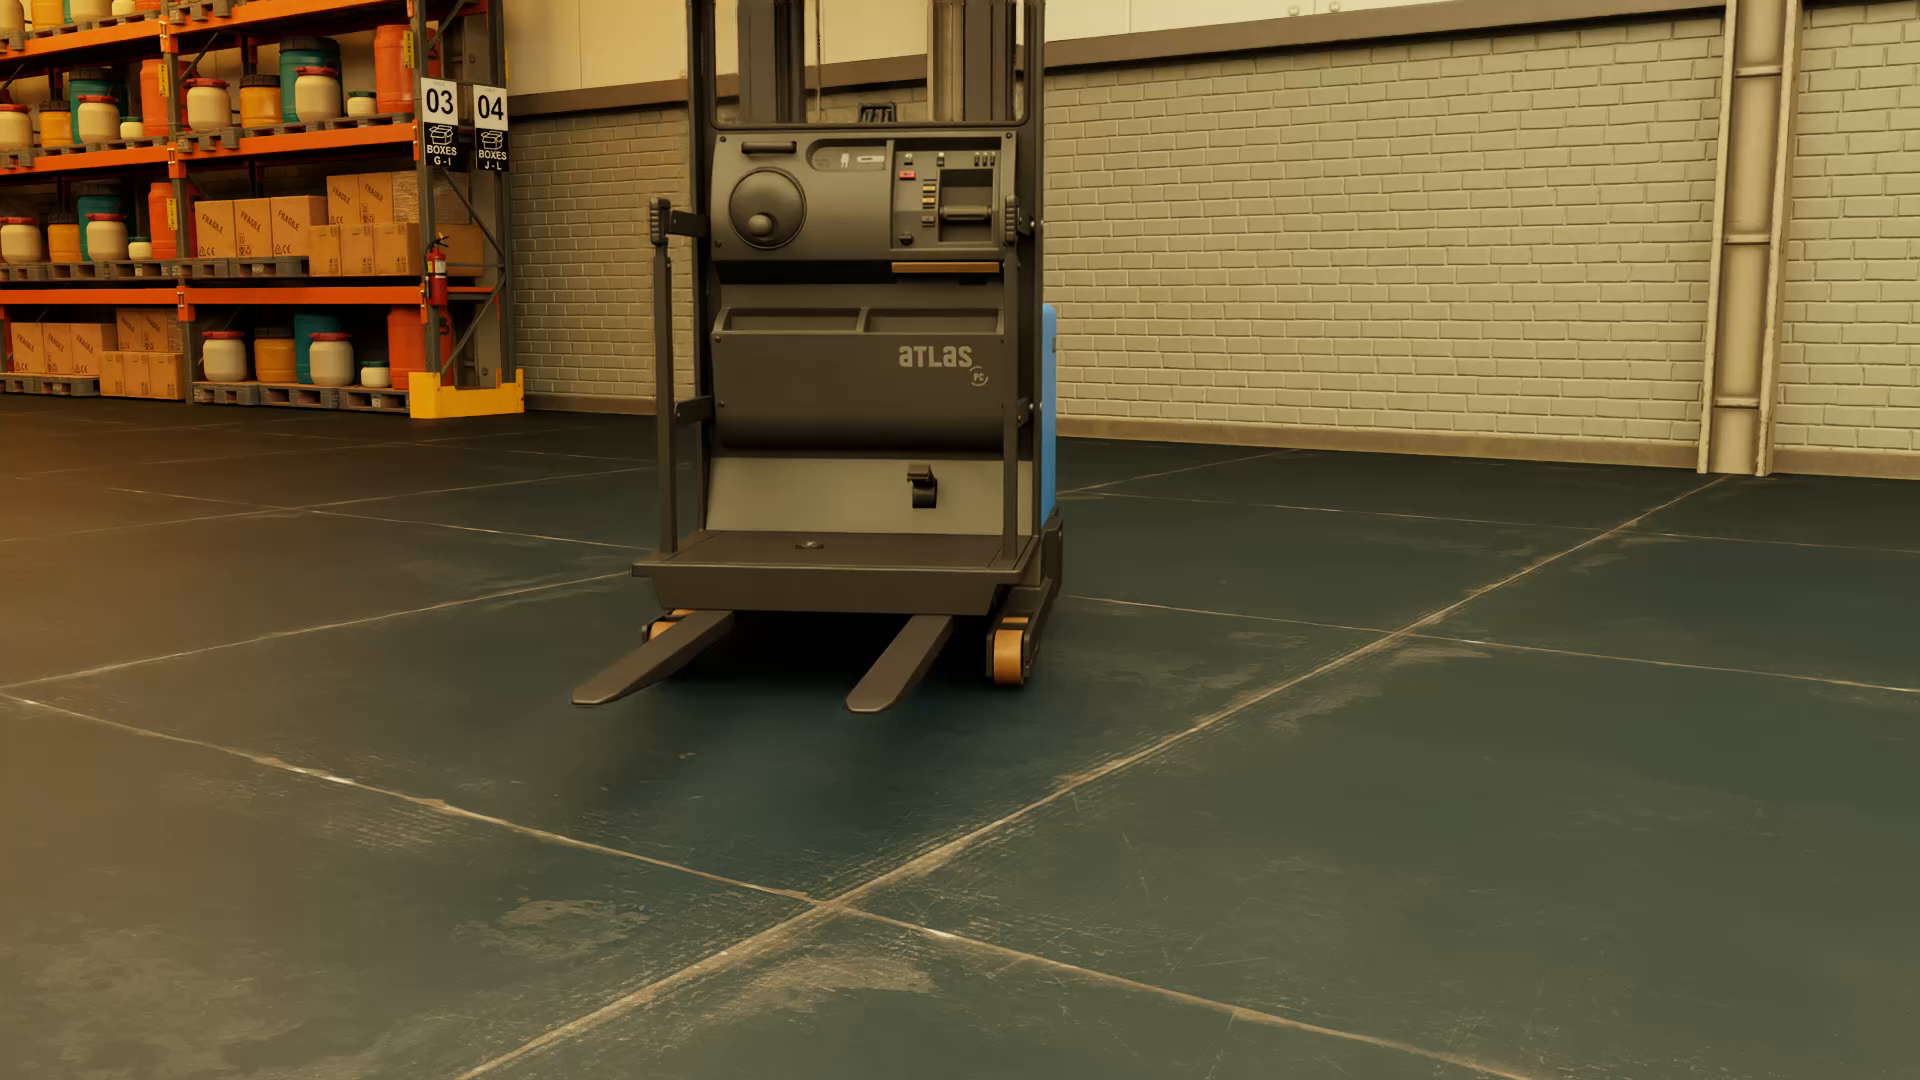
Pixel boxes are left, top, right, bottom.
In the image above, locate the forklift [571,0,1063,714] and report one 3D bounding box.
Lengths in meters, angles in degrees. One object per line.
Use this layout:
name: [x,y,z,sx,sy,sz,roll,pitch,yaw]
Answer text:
forklift: [-0.318,-1.088,4.845,1.130,2.935,3.031,1,8,7]
